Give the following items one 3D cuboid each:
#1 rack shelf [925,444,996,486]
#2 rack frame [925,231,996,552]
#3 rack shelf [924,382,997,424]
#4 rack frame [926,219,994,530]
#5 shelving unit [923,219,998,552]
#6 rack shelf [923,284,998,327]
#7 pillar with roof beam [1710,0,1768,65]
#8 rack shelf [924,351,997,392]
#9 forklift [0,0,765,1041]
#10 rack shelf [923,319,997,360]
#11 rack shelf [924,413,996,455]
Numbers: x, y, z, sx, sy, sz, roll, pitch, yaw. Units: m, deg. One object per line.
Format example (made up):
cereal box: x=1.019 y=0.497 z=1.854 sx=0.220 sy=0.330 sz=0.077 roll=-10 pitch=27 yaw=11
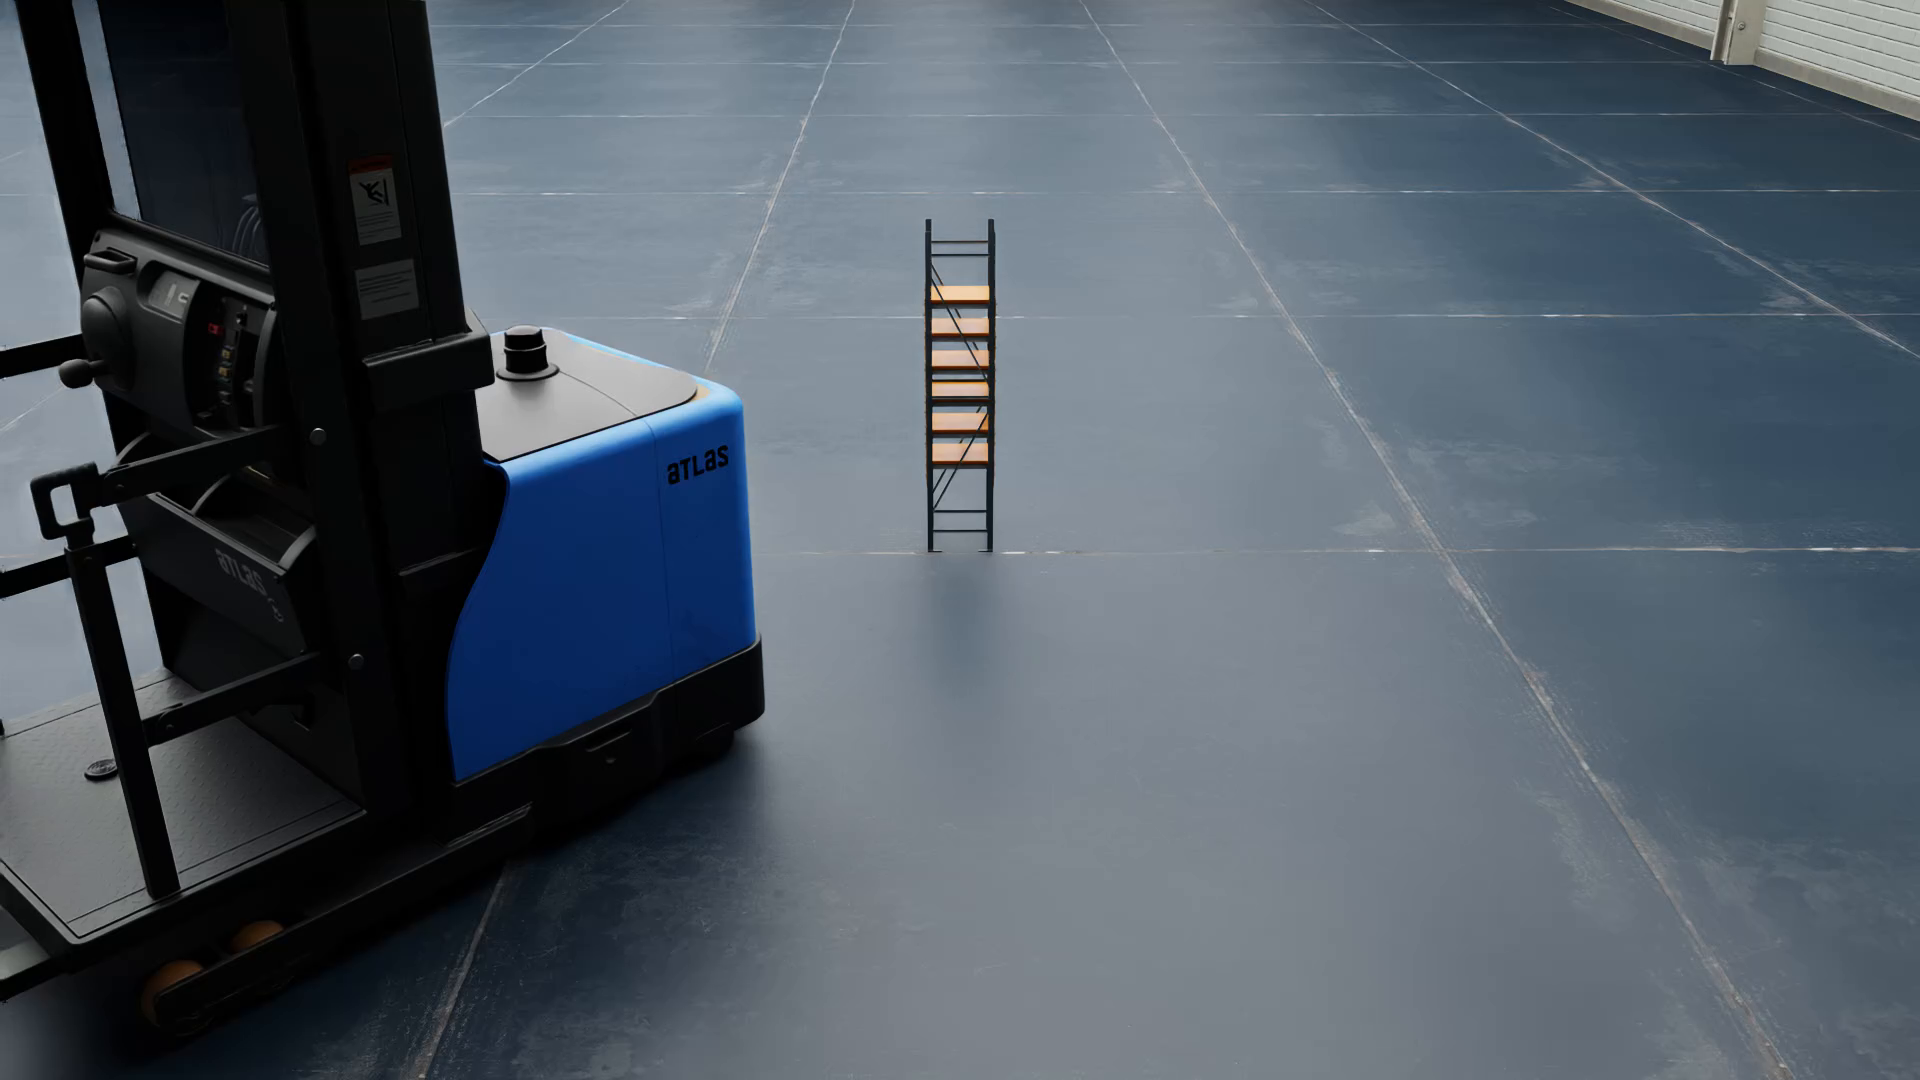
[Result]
rack shelf: x=0.000 y=-0.282 z=6.107 sx=0.258 sy=0.103 sz=0.180 roll=0 pitch=24 yaw=-1
rack frame: x=0.001 y=-0.503 z=5.906 sx=0.240 sy=1.200 sz=0.006 roll=0 pitch=24 yaw=-1
rack shelf: x=0.000 y=-0.500 z=6.008 sx=0.258 sy=0.103 sz=0.180 roll=0 pitch=24 yaw=-1
rack frame: x=-0.001 y=-0.578 z=6.073 sx=0.240 sy=1.200 sz=0.006 roll=0 pitch=24 yaw=-1
shelving unit: x=0.000 y=-0.541 z=5.990 sx=0.258 sy=1.200 sz=0.189 roll=0 pitch=24 yaw=-1
rack shelf: x=0.000 y=-0.828 z=5.860 sx=0.258 sy=0.103 sz=0.180 roll=0 pitch=24 yaw=-1
pillar with roof beam: x=3.669 y=-9.015 z=15.262 sx=9.100 sy=9.000 sz=0.400 roll=0 pitch=24 yaw=-1
rack shelf: x=0.000 y=-0.610 z=5.958 sx=0.258 sy=0.103 sz=0.180 roll=0 pitch=24 yaw=-1
forklift: x=-1.942 y=-0.449 z=3.687 sx=1.130 sy=2.935 sz=3.031 roll=20 pitch=31 yaw=38
rack shelf: x=0.000 y=-0.719 z=5.909 sx=0.258 sy=0.103 sz=0.180 roll=0 pitch=24 yaw=-1
rack shelf: x=0.000 y=-0.391 z=6.057 sx=0.258 sy=0.103 sz=0.180 roll=0 pitch=24 yaw=-1
